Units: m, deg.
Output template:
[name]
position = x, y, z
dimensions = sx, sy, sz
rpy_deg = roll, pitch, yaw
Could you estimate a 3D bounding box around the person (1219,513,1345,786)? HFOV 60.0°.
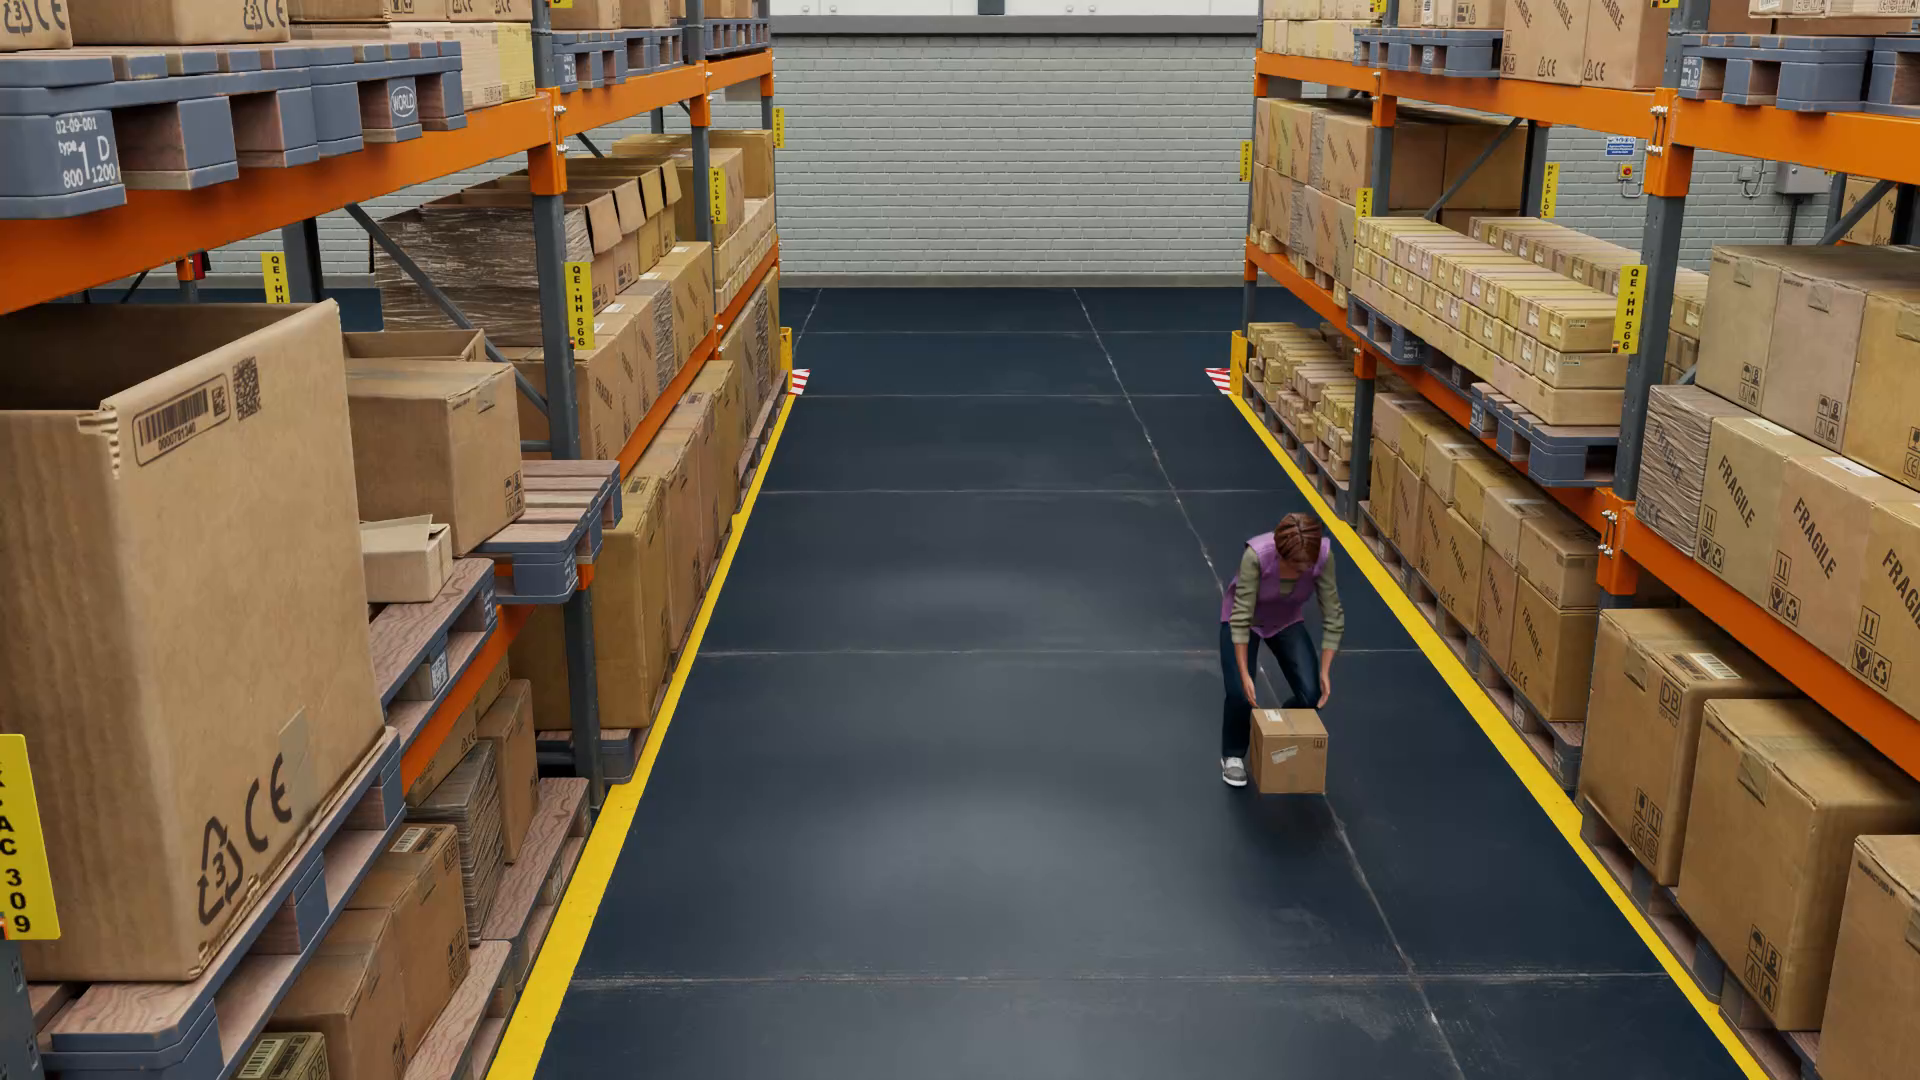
[person]
position = 1.308, 0.428, 6.822
dimensions = 0.463, 1.230, 0.685
rpy_deg = 0, 17, -1
